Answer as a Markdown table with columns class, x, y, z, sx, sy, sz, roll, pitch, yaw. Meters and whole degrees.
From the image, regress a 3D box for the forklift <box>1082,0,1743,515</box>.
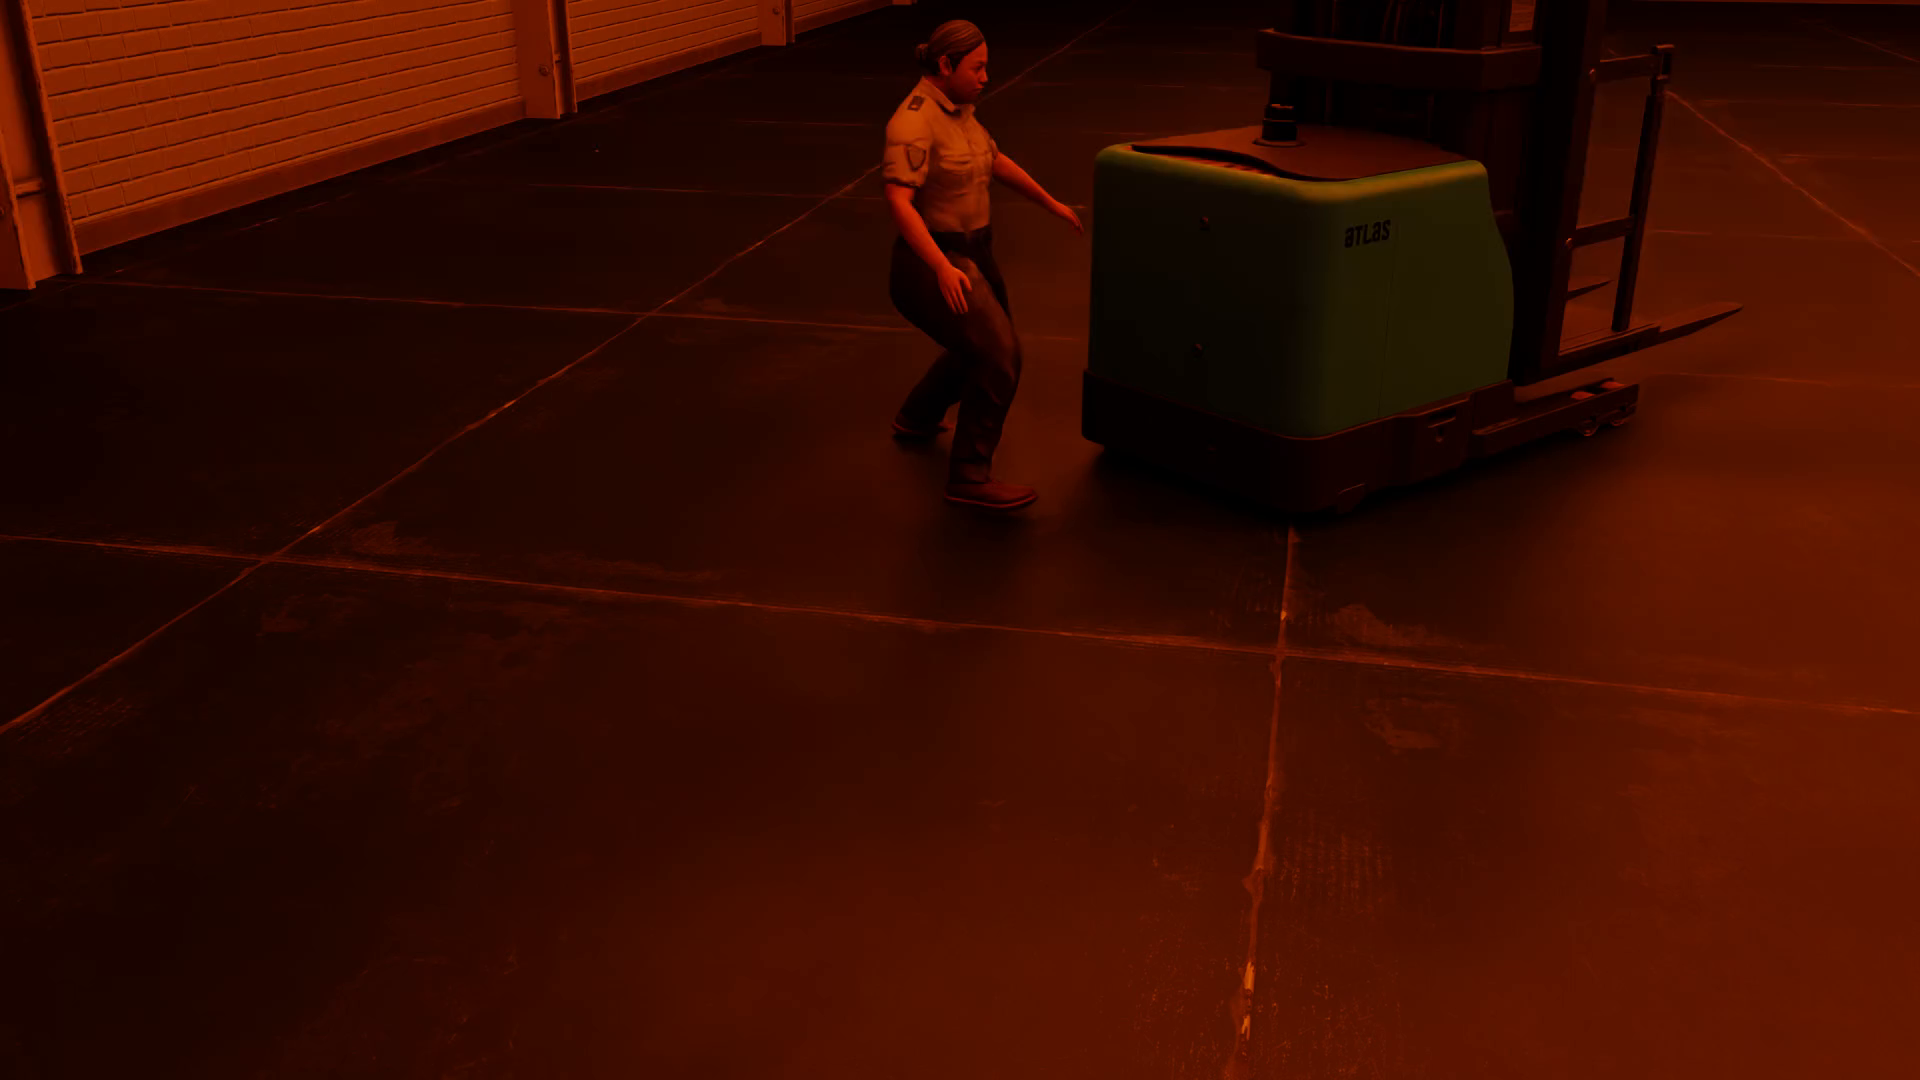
| class | x | y | z | sx | sy | sz | roll | pitch | yaw |
| --- | --- | --- | --- | --- | --- | --- | --- | --- | --- |
| forklift | 1.895 | -1.873 | 5.860 | 3.031 | 2.935 | 1.130 | -17 | 28 | -35 |

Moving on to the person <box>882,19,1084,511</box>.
| class | x | y | z | sx | sy | sz | roll | pitch | yaw |
| --- | --- | --- | --- | --- | --- | --- | --- | --- | --- |
| person | 0.022 | -0.920 | 5.484 | 0.785 | 1.528 | 0.928 | 9 | 24 | 21 |
